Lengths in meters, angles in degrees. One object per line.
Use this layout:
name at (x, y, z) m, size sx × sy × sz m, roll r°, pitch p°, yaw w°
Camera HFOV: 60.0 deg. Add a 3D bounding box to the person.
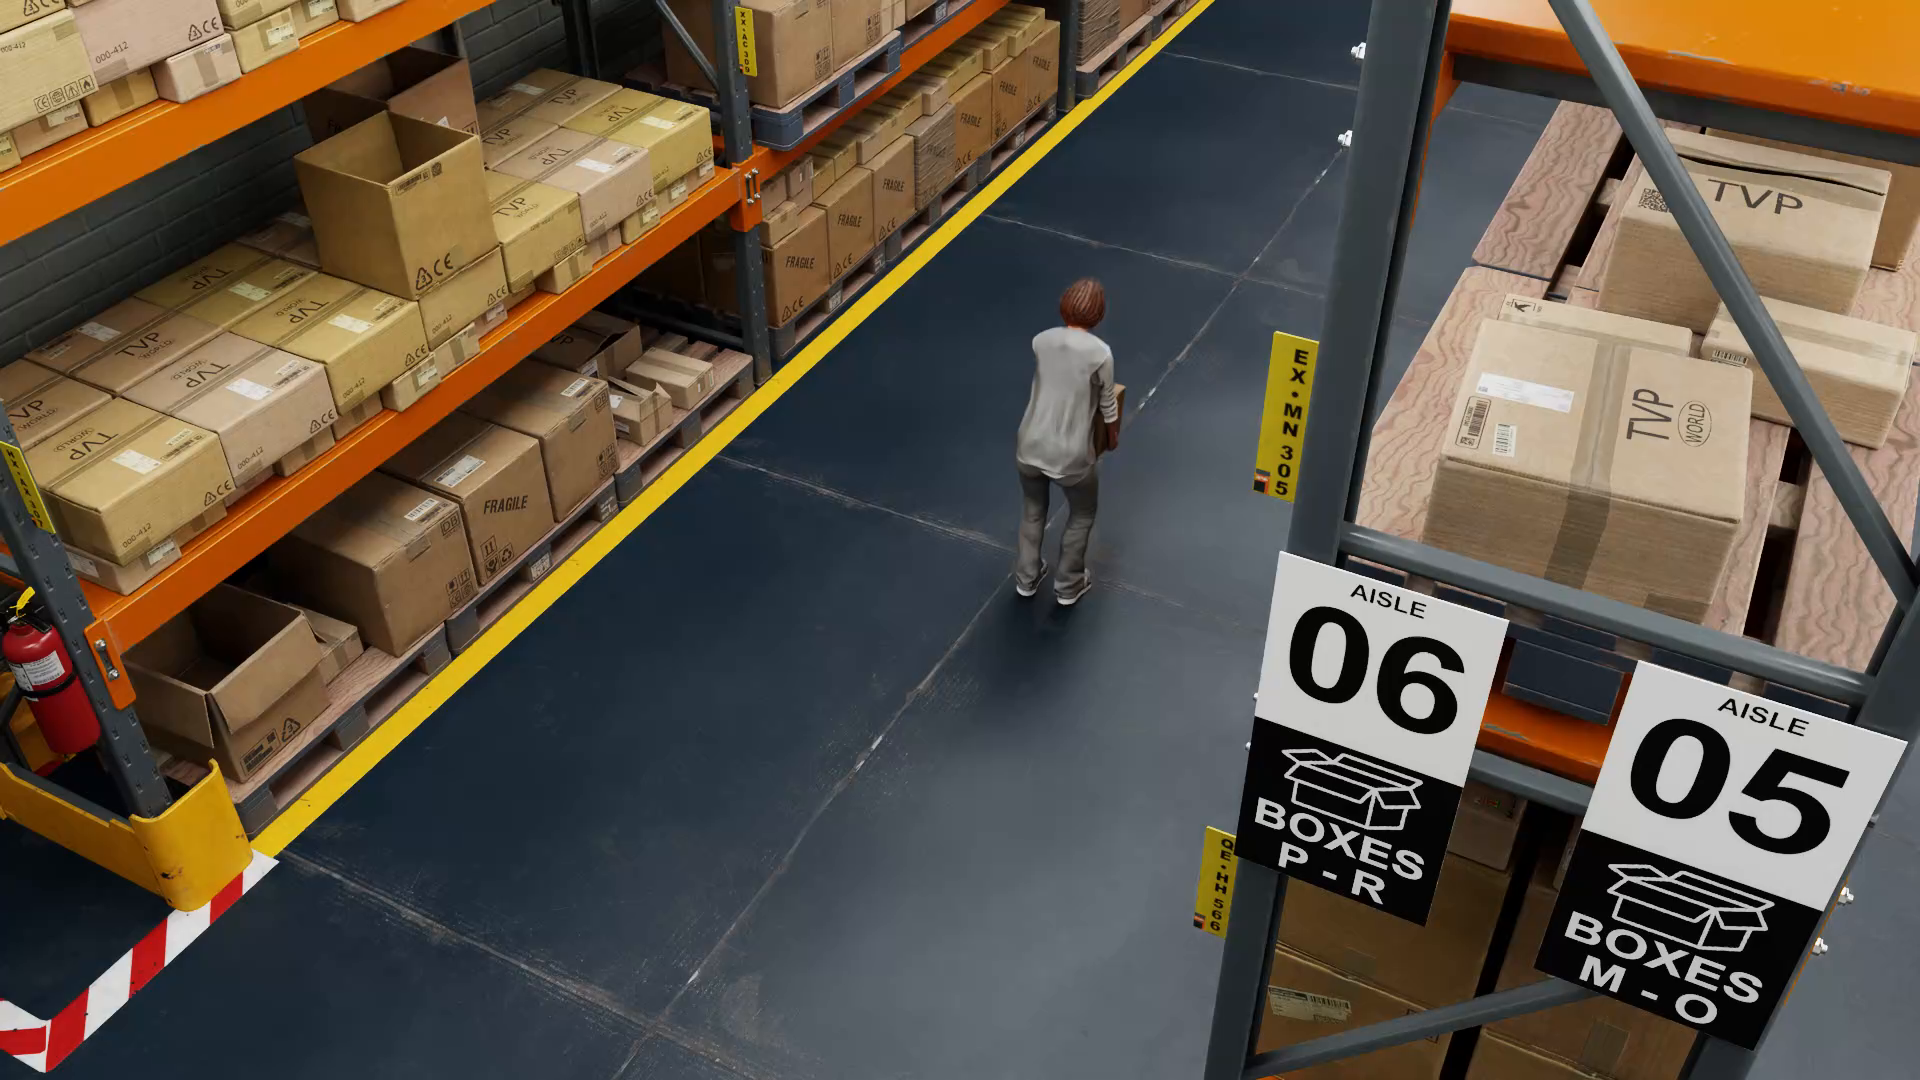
person at (0.465, -0.398, 7.327) m, size 0.371 × 1.515 × 0.553 m, roll 17°, pitch 42°, yaw 20°
